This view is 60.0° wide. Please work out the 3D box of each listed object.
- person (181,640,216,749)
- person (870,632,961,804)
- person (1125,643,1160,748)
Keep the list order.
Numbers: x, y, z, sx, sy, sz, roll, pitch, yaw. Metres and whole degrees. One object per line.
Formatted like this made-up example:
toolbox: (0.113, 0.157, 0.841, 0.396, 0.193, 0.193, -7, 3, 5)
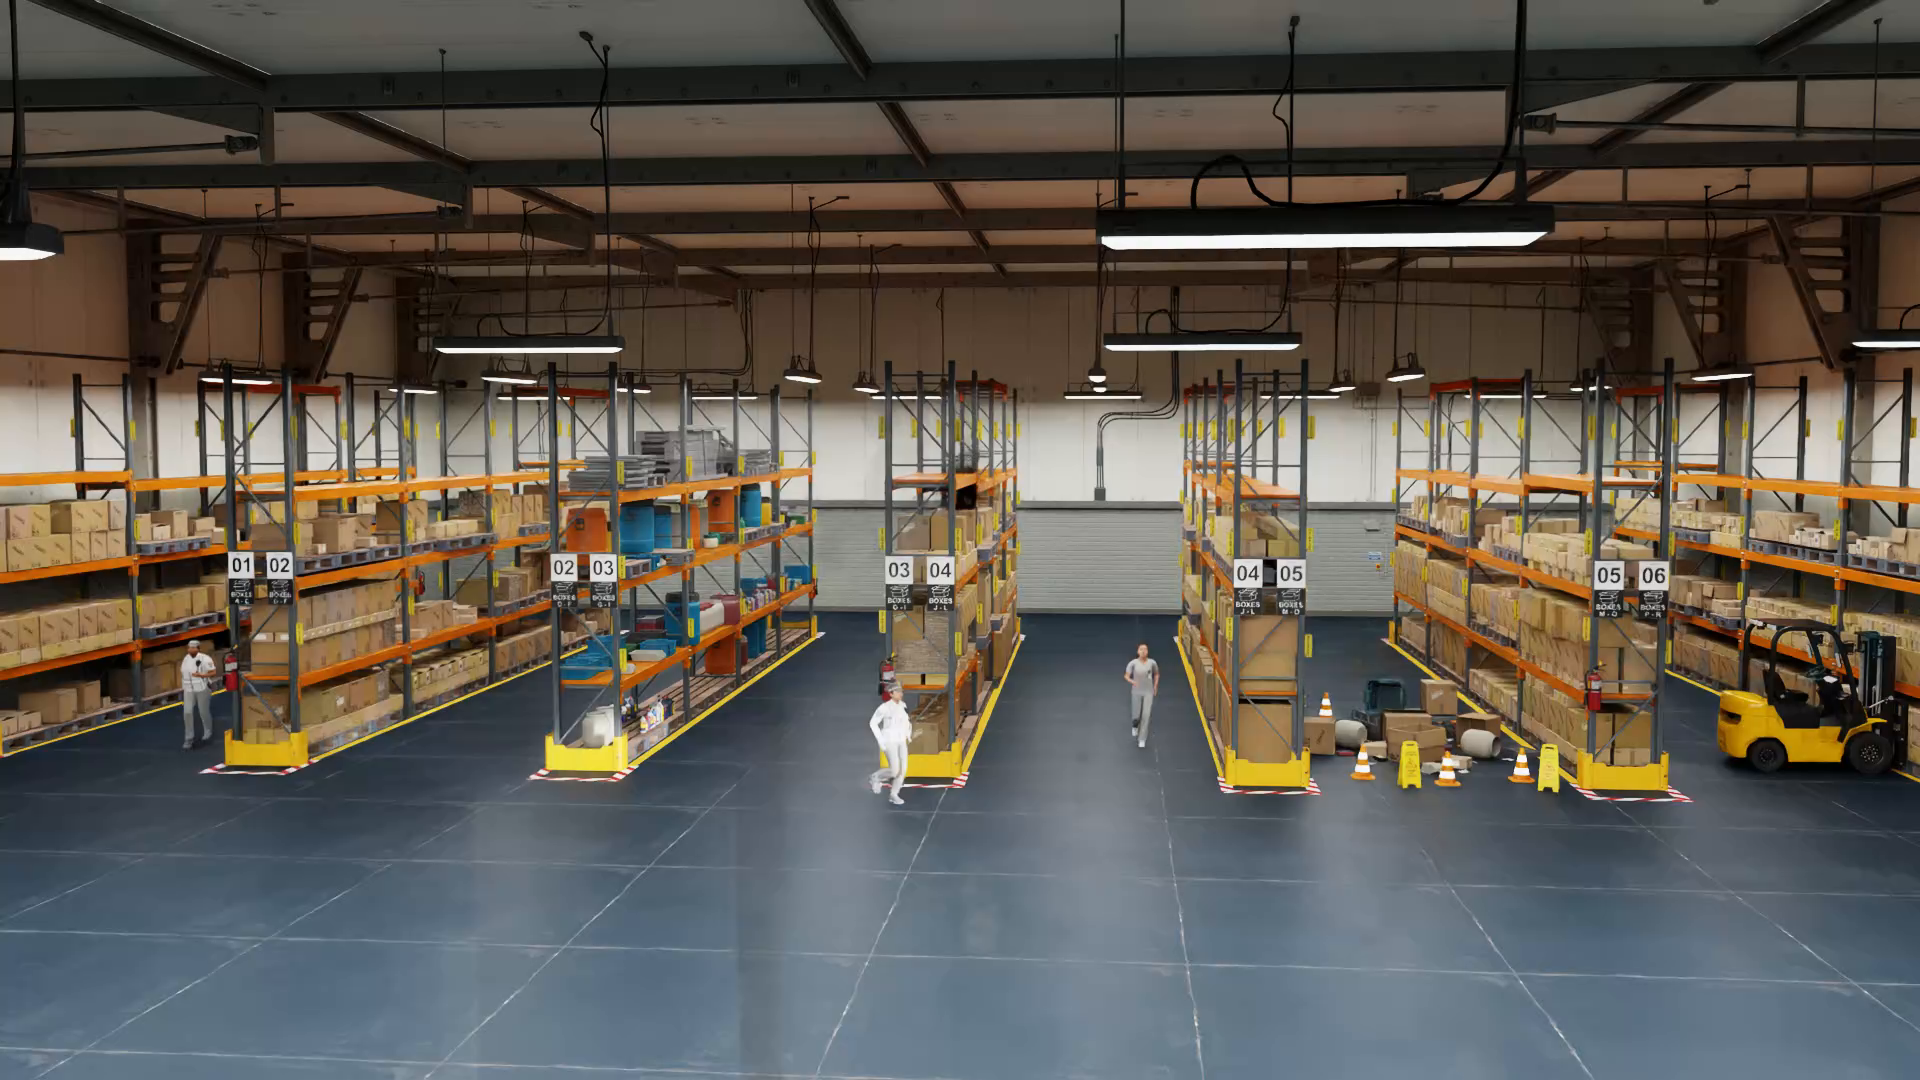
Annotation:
person: (-12.131, 2.437, 26.530, 0.581, 1.721, 0.814, 0, 4, -3)
person: (-0.489, 2.442, 23.048, 0.855, 2.086, 2.162, 4, 5, 44)
person: (2.899, 2.441, 26.432, 0.568, 1.634, 0.701, 0, 4, -1)
